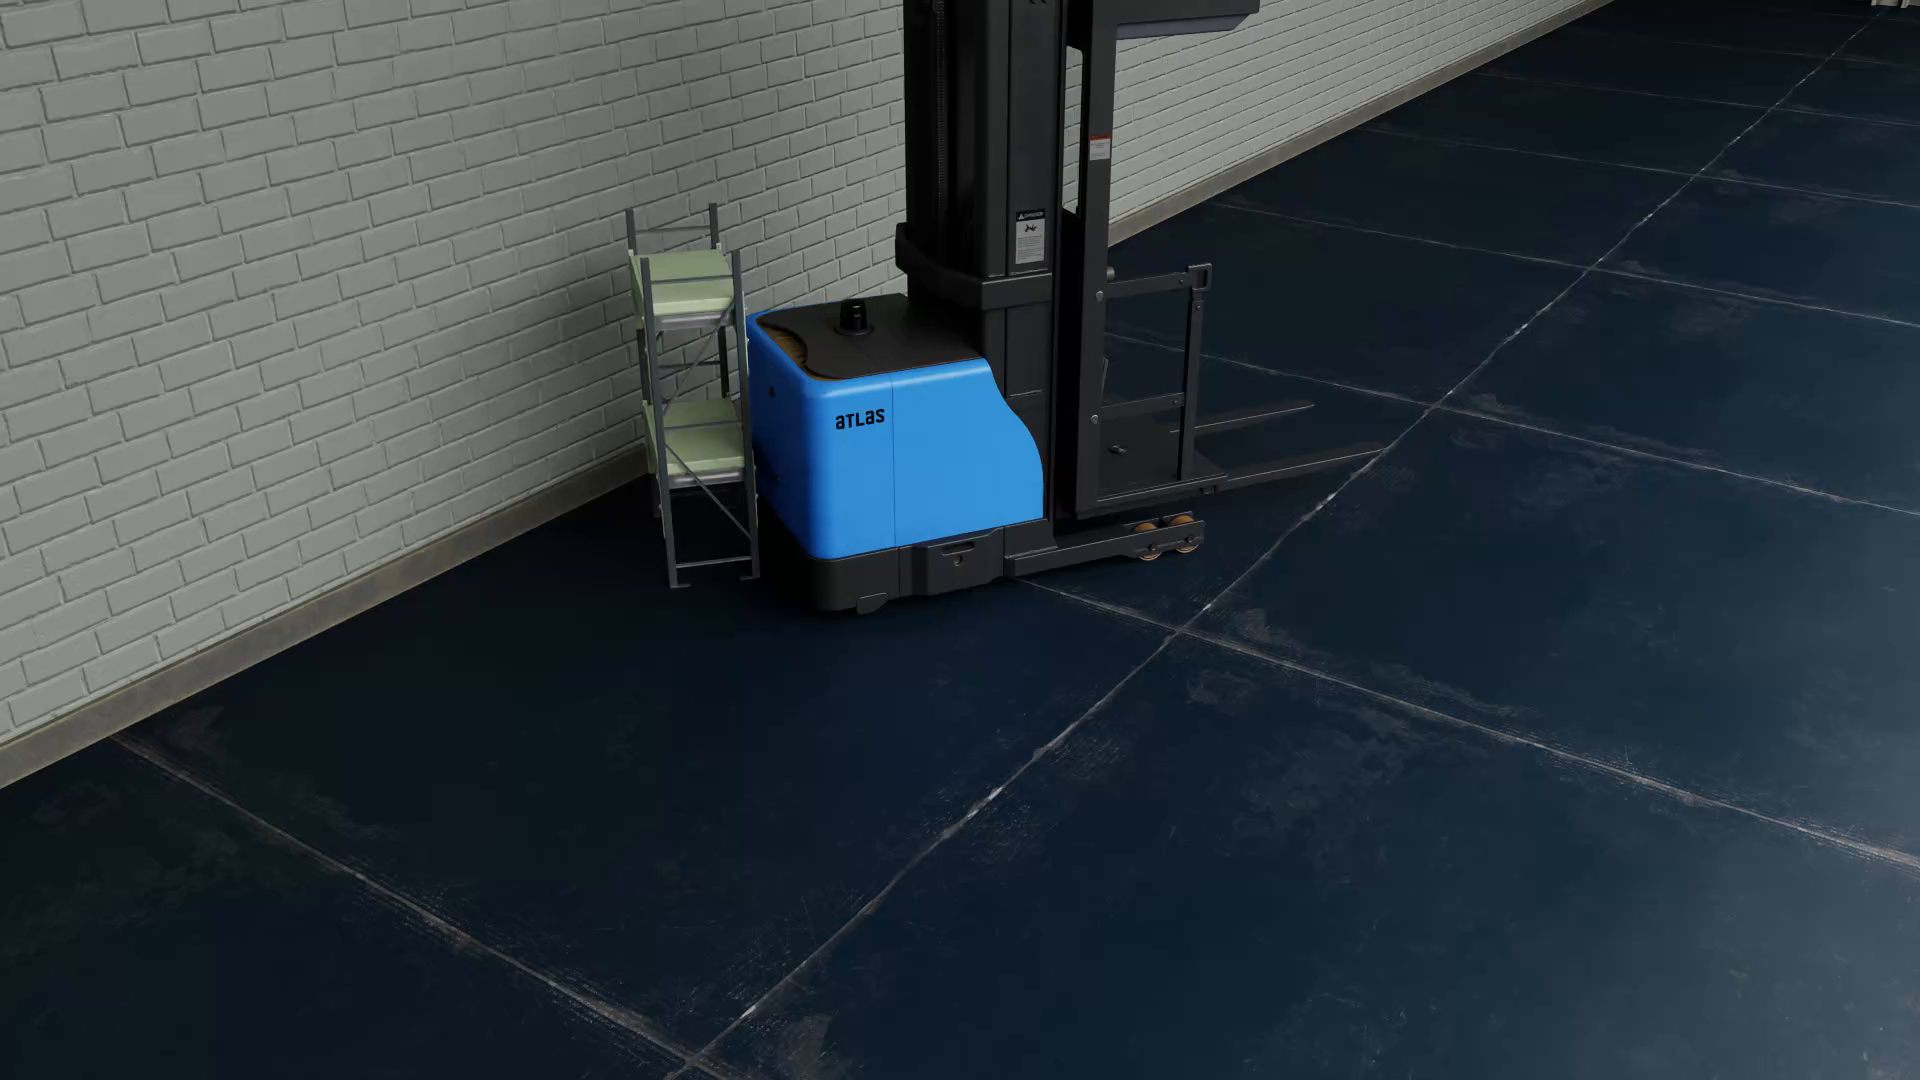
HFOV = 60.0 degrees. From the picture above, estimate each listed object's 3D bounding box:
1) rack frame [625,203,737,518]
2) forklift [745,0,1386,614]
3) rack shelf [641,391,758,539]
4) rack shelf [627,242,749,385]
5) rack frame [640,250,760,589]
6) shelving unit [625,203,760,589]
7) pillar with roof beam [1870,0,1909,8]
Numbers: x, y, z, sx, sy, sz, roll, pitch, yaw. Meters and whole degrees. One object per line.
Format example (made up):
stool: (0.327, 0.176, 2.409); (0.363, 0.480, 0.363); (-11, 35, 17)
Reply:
rack frame: (-1.273, -0.801, 7.671); (0.400, 1.500, 0.023); (-7, 28, -13)
forklift: (0.570, -1.420, 7.308); (3.031, 2.935, 1.130); (-11, 29, -21)
rack shelf: (-1.180, -0.350, 7.503); (0.431, 0.370, 0.720); (-7, 28, -13)
rack shelf: (-1.180, -0.989, 7.179); (0.431, 0.370, 0.720); (-7, 28, -13)
rack frame: (-1.086, -0.480, 7.040); (0.400, 1.500, 0.023); (-7, 28, -13)
shelving unit: (-1.180, -0.641, 7.356); (0.431, 1.500, 0.755); (-7, 28, -13)
pillar with roof beam: (9.351, -9.190, 15.888); (0.400, 9.000, 9.100); (17, 32, 30)
